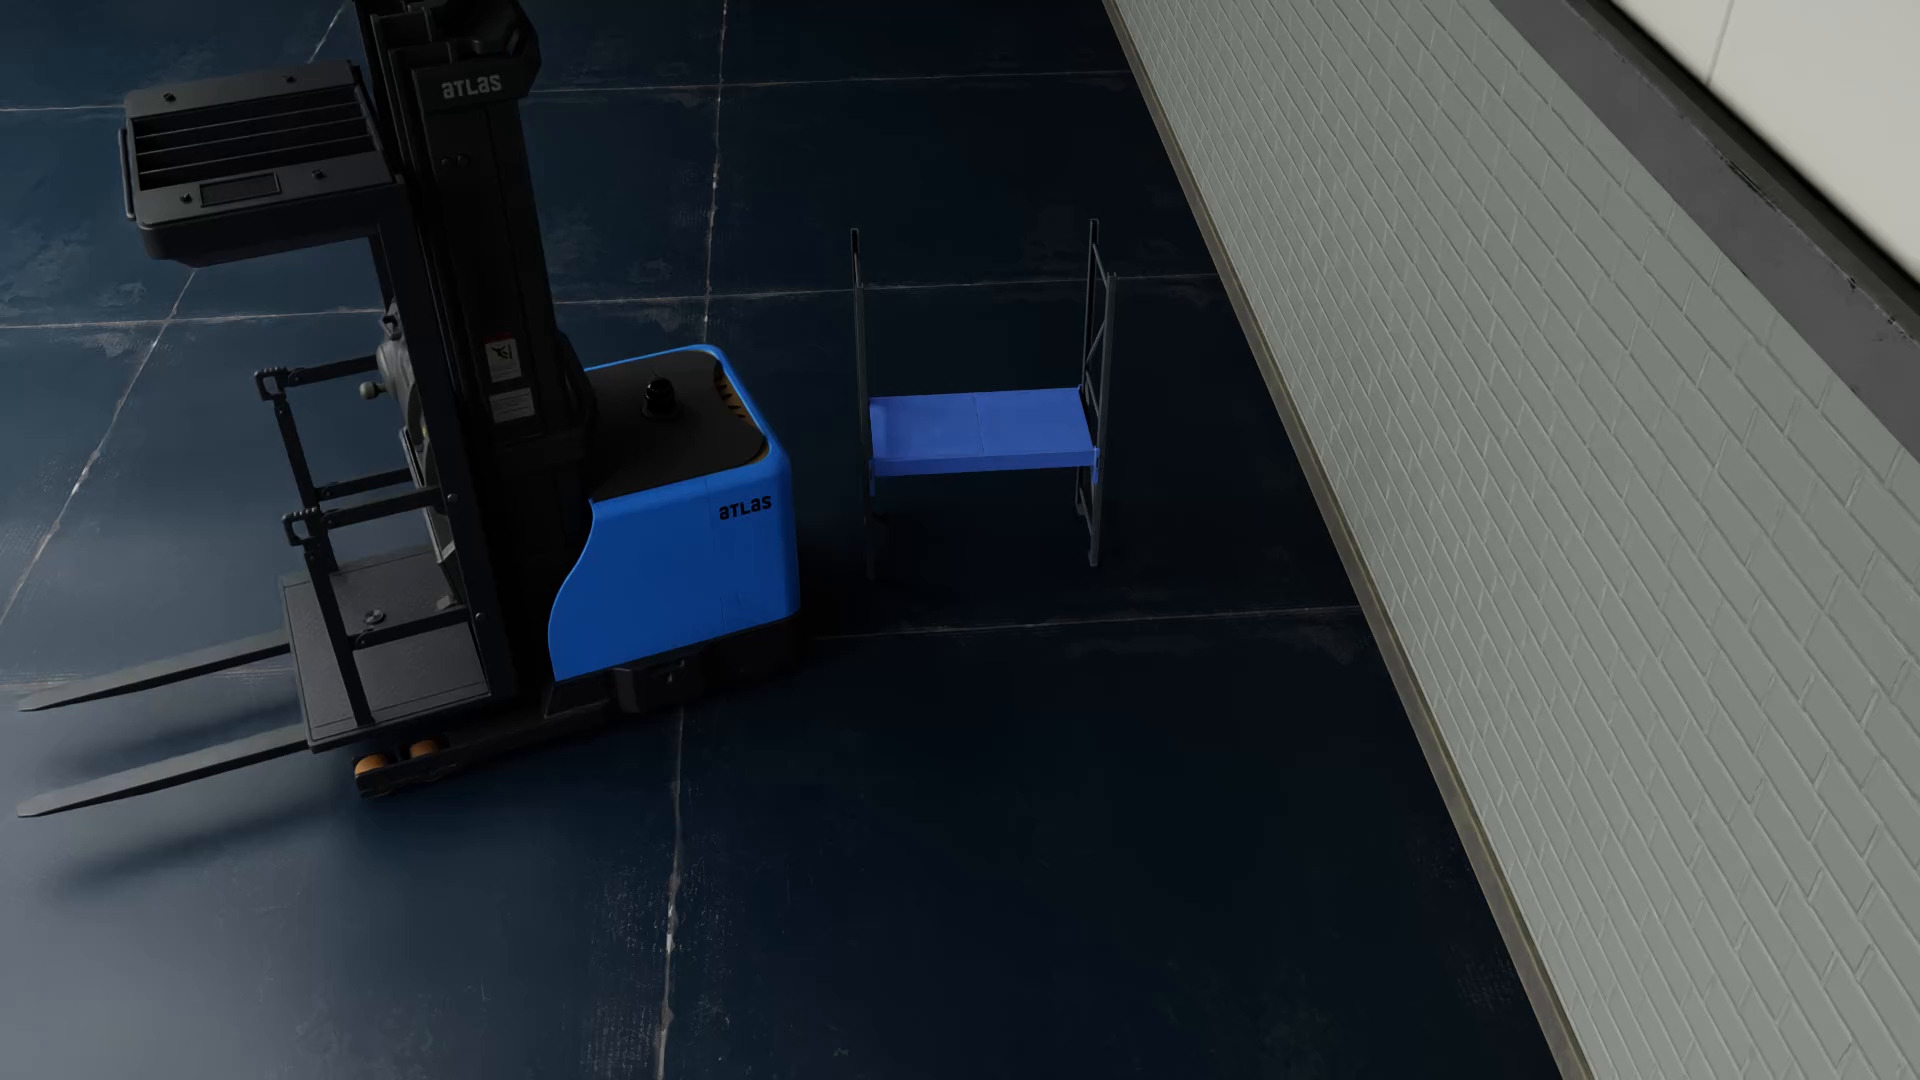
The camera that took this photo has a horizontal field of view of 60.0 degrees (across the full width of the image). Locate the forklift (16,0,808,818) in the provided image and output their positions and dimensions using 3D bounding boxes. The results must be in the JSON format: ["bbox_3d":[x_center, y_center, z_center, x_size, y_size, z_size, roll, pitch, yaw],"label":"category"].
[{"bbox_3d":[-2.209,-0.525,6.049,3.031,2.935,1.130,-15,41,-18],"label":"forklift"}]

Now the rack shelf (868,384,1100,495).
[{"bbox_3d":[0.085,-0.452,7.403,1.000,0.185,0.538,-3,38,-4],"label":"rack shelf"}]

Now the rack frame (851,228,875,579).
[{"bbox_3d":[-0.421,-0.566,7.256,0.032,1.500,0.500,-3,38,-4],"label":"rack frame"}]

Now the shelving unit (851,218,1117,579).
[{"bbox_3d":[0.085,-0.593,7.291,1.048,1.500,0.538,-3,38,-4],"label":"shelving unit"}]

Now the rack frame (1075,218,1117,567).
[{"bbox_3d":[0.591,-0.621,7.327,0.032,1.500,0.500,-3,38,-4],"label":"rack frame"}]
